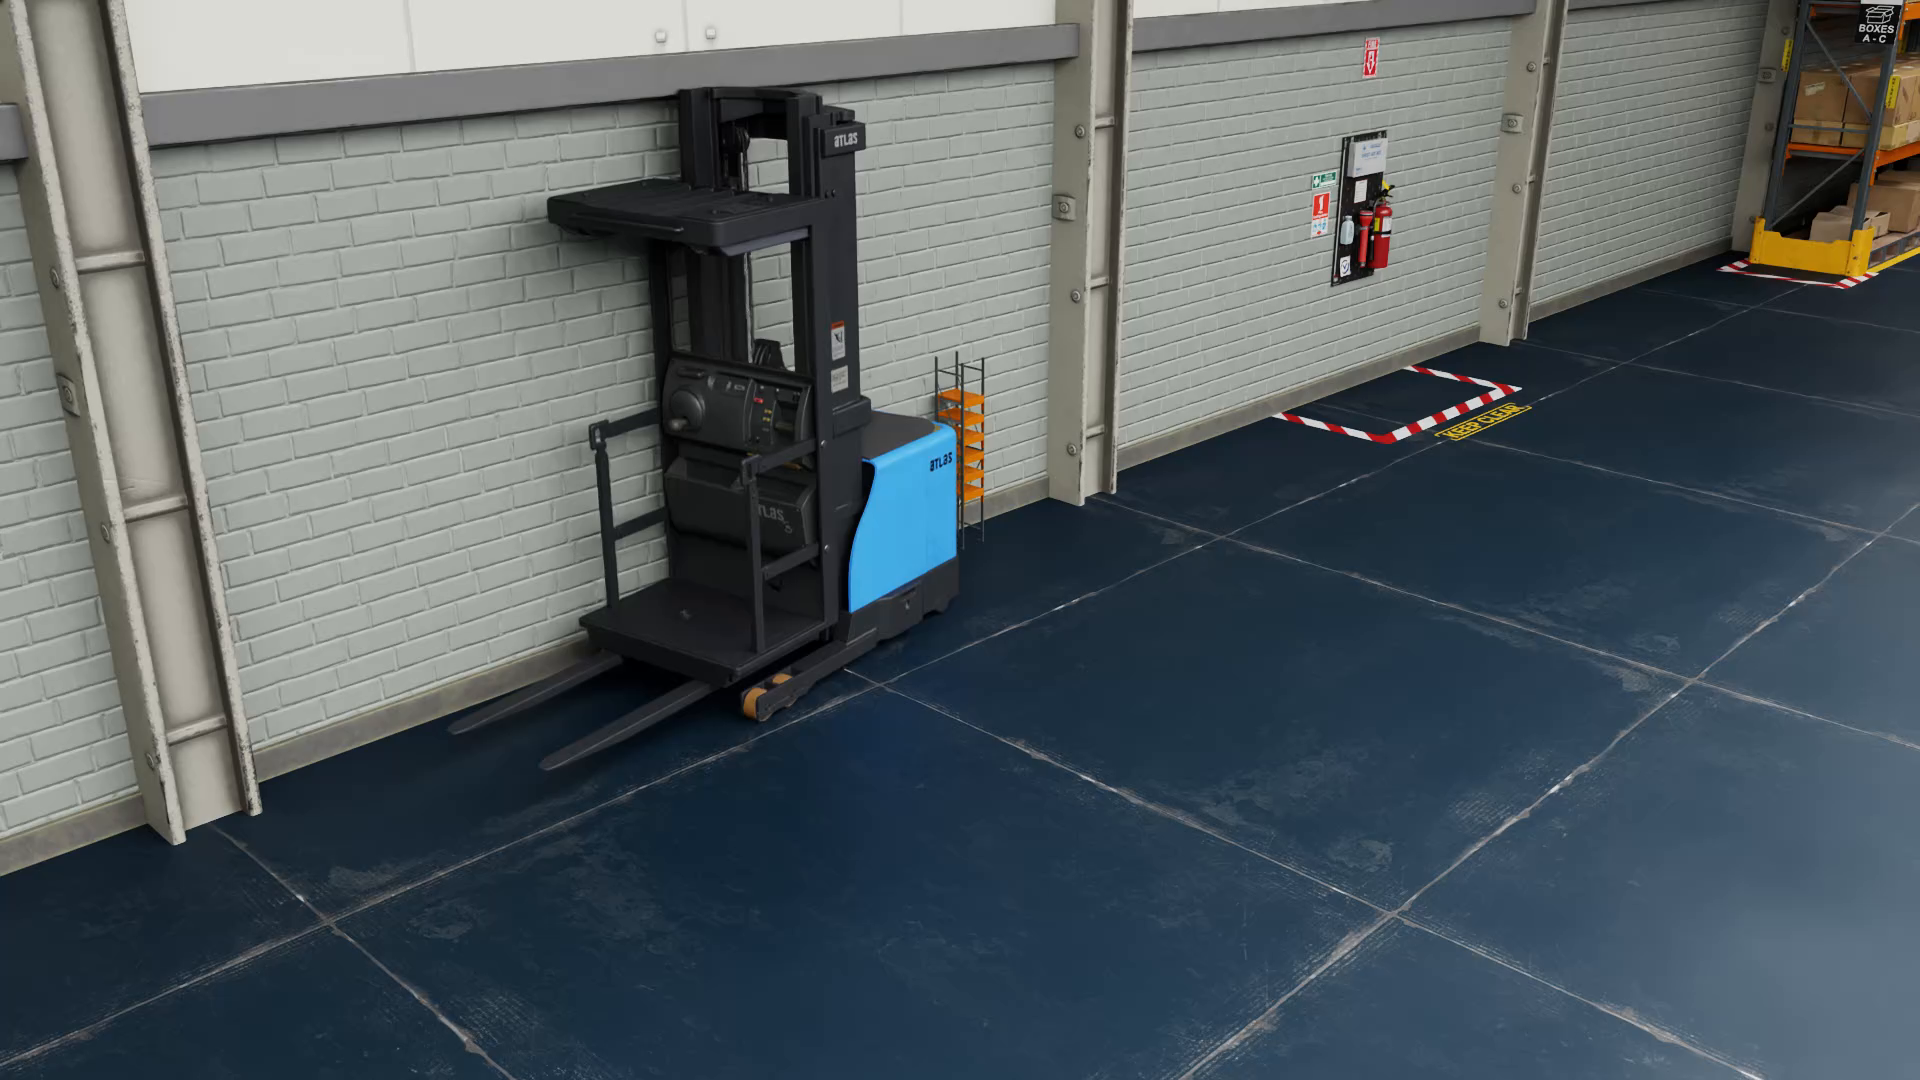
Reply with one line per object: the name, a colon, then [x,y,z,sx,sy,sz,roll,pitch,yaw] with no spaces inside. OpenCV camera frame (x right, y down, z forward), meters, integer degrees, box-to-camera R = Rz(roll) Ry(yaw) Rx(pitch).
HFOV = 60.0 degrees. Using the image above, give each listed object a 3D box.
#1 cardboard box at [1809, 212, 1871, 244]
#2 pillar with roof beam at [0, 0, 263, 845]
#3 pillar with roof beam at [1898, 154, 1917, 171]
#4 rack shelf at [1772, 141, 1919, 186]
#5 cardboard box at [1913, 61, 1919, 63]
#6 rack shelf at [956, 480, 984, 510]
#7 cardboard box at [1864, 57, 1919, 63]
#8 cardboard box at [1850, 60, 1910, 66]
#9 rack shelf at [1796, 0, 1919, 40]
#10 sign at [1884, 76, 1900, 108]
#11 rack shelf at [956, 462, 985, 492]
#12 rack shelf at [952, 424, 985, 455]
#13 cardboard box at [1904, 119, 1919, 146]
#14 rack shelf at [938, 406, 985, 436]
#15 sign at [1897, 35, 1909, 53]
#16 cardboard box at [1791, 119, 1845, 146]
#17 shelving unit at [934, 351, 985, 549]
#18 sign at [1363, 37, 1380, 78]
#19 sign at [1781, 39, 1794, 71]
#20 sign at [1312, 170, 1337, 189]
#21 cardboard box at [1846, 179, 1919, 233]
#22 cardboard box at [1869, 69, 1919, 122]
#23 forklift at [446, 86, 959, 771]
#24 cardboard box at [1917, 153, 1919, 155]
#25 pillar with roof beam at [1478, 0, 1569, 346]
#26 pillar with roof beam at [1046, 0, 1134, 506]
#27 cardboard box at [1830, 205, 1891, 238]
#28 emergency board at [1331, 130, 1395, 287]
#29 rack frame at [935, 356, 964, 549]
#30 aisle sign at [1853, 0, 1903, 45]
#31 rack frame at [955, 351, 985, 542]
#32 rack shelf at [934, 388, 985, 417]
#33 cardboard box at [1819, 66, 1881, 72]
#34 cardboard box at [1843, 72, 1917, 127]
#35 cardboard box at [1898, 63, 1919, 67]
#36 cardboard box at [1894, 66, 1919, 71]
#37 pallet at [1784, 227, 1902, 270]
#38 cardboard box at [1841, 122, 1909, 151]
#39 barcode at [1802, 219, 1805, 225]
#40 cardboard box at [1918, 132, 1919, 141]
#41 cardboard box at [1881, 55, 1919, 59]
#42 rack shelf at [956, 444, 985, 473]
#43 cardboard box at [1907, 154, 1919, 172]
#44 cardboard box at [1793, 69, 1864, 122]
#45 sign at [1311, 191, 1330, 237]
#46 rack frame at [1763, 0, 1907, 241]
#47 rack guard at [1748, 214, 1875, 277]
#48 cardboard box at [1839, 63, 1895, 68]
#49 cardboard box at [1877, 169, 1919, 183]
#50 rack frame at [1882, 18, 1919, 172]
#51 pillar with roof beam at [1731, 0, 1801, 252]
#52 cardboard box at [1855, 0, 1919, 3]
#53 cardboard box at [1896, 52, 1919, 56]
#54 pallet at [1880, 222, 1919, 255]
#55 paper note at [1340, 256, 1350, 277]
cardboard box: [9.880,-3.511,18.662,0.500,0.311,0.500,15,26,35]
pillar with roof beam: [-0.271,-1.897,2.968,9.100,9.000,0.400,19,28,41]
pillar with roof beam: [16.471,-8.066,19.018,9.100,9.000,0.400,19,28,41]
rack shelf: [10.728,-4.583,19.321,1.077,0.370,4.000,19,28,41]
cardboard box: [11.312,-5.267,19.233,0.500,0.500,0.500,18,28,39]
rack shelf: [-0.002,-0.289,10.447,0.258,0.103,0.180,19,28,40]
cardboard box: [10.930,-5.395,19.566,0.500,0.500,0.500,-19,28,-41]
cardboard box: [10.576,-5.259,19.212,0.500,0.500,0.500,-20,29,-41]
rack shelf: [10.728,-5.983,18.782,1.077,0.370,4.000,19,28,41]
sign: [9.721,-4.673,17.345,0.100,0.325,0.005,19,28,41]
rack shelf: [-0.002,-0.401,10.404,0.258,0.103,0.180,19,28,40]
rack shelf: [-0.002,-0.625,10.318,0.258,0.103,0.180,19,28,40]
cardboard box: [10.252,-4.527,18.353,0.500,0.250,0.500,18,28,39]
rack shelf: [-0.002,-0.737,10.275,0.258,0.103,0.180,19,28,40]
sign: [11.723,-6.112,20.680,0.100,0.325,0.005,19,28,41]
cardboard box: [9.520,-4.513,18.316,0.500,0.250,0.500,-20,28,-41]
shelving unit: [-0.002,-0.555,10.345,0.258,1.200,0.189,19,28,40]
sign: [3.187,-3.738,12.888,0.001,0.298,0.199,19,28,41]
sign: [8.949,-5.237,17.964,0.100,0.325,0.005,19,28,41]
sign: [2.814,-2.780,12.838,0.001,0.109,0.331,19,28,41]
cardboard box: [10.825,-3.921,19.467,0.700,0.500,0.500,17,27,37]
cardboard box: [10.233,-4.866,18.190,0.500,0.500,0.500,19,28,41]
forklift: [-1.247,-0.663,8.214,1.130,2.935,3.031,14,25,32]
cardboard box: [12.949,-4.810,21.780,0.700,0.500,0.500,19,28,40]
pillar with roof beam: [8.100,-4.982,10.993,9.100,9.000,0.400,19,28,41]
pillar with roof beam: [3.914,-3.439,6.980,9.100,9.000,0.400,19,28,41]
cardboard box: [10.277,-3.657,19.043,0.500,0.311,0.500,-17,27,-38]
emergency board: [3.264,-2.633,13.245,0.194,1.169,0.643,19,28,41]
rack frame: [-0.065,-0.531,10.283,0.240,1.200,0.006,19,28,40]
aisle sign: [9.497,-5.525,17.144,0.394,0.787,0.004,19,28,41]
rack frame: [0.061,-0.579,10.407,0.240,1.200,0.006,19,28,40]
rack shelf: [-0.002,-0.849,10.232,0.258,0.103,0.180,19,28,40]
cardboard box: [9.867,-4.996,18.527,0.500,0.500,0.500,-20,29,-41]
cardboard box: [9.881,-4.742,17.866,0.500,0.500,0.500,19,28,41]
cardboard box: [10.949,-5.133,18.885,0.500,0.500,0.500,-19,28,-40]
cardboard box: [10.598,-4.998,18.532,0.500,0.500,0.500,18,27,39]
pallet: [9.978,-3.323,18.925,1.003,0.211,1.213,19,28,41]
cardboard box: [9.900,-4.390,17.997,0.500,0.250,0.500,18,28,39]
barcode: [9.606,-3.620,18.932,0.001,0.075,0.075,19,28,41]
cardboard box: [10.612,-4.657,18.690,0.500,0.250,0.500,19,28,40]
cardboard box: [11.282,-5.522,19.896,0.500,0.500,0.500,19,28,40]
rack shelf: [-0.002,-0.513,10.361,0.258,0.103,0.180,19,28,40]
cardboard box: [12.624,-4.665,21.402,0.500,0.500,0.700,-19,28,-40]
cardboard box: [9.509,-4.869,18.196,0.500,0.500,0.500,19,28,40]
sign: [2.804,-2.534,12.936,0.001,0.329,0.234,19,28,41]
rack frame: [9.332,-4.405,17.854,1.000,3.000,0.127,19,28,41]
rack guard: [9.385,-3.258,18.353,1.175,0.500,0.348,19,28,41]
cardboard box: [10.225,-5.130,18.875,0.500,0.500,0.500,18,28,39]
cardboard box: [11.427,-4.195,20.178,0.500,0.500,0.500,17,27,37]
rack frame: [12.123,-5.433,20.529,1.000,3.000,0.127,19,28,41]
pillar with roof beam: [12.285,-6.524,15.006,9.100,9.000,0.400,19,28,41]
cardboard box: [9.745,-5.884,17.355,0.500,0.500,0.500,-19,28,-41]
cardboard box: [11.645,-5.654,20.240,0.500,0.500,0.500,18,28,39]
pallet: [10.829,-3.635,19.737,1.003,0.211,1.213,19,28,41]
paper note: [3.091,-2.194,13.329,0.016,0.148,0.142,19,28,41]
